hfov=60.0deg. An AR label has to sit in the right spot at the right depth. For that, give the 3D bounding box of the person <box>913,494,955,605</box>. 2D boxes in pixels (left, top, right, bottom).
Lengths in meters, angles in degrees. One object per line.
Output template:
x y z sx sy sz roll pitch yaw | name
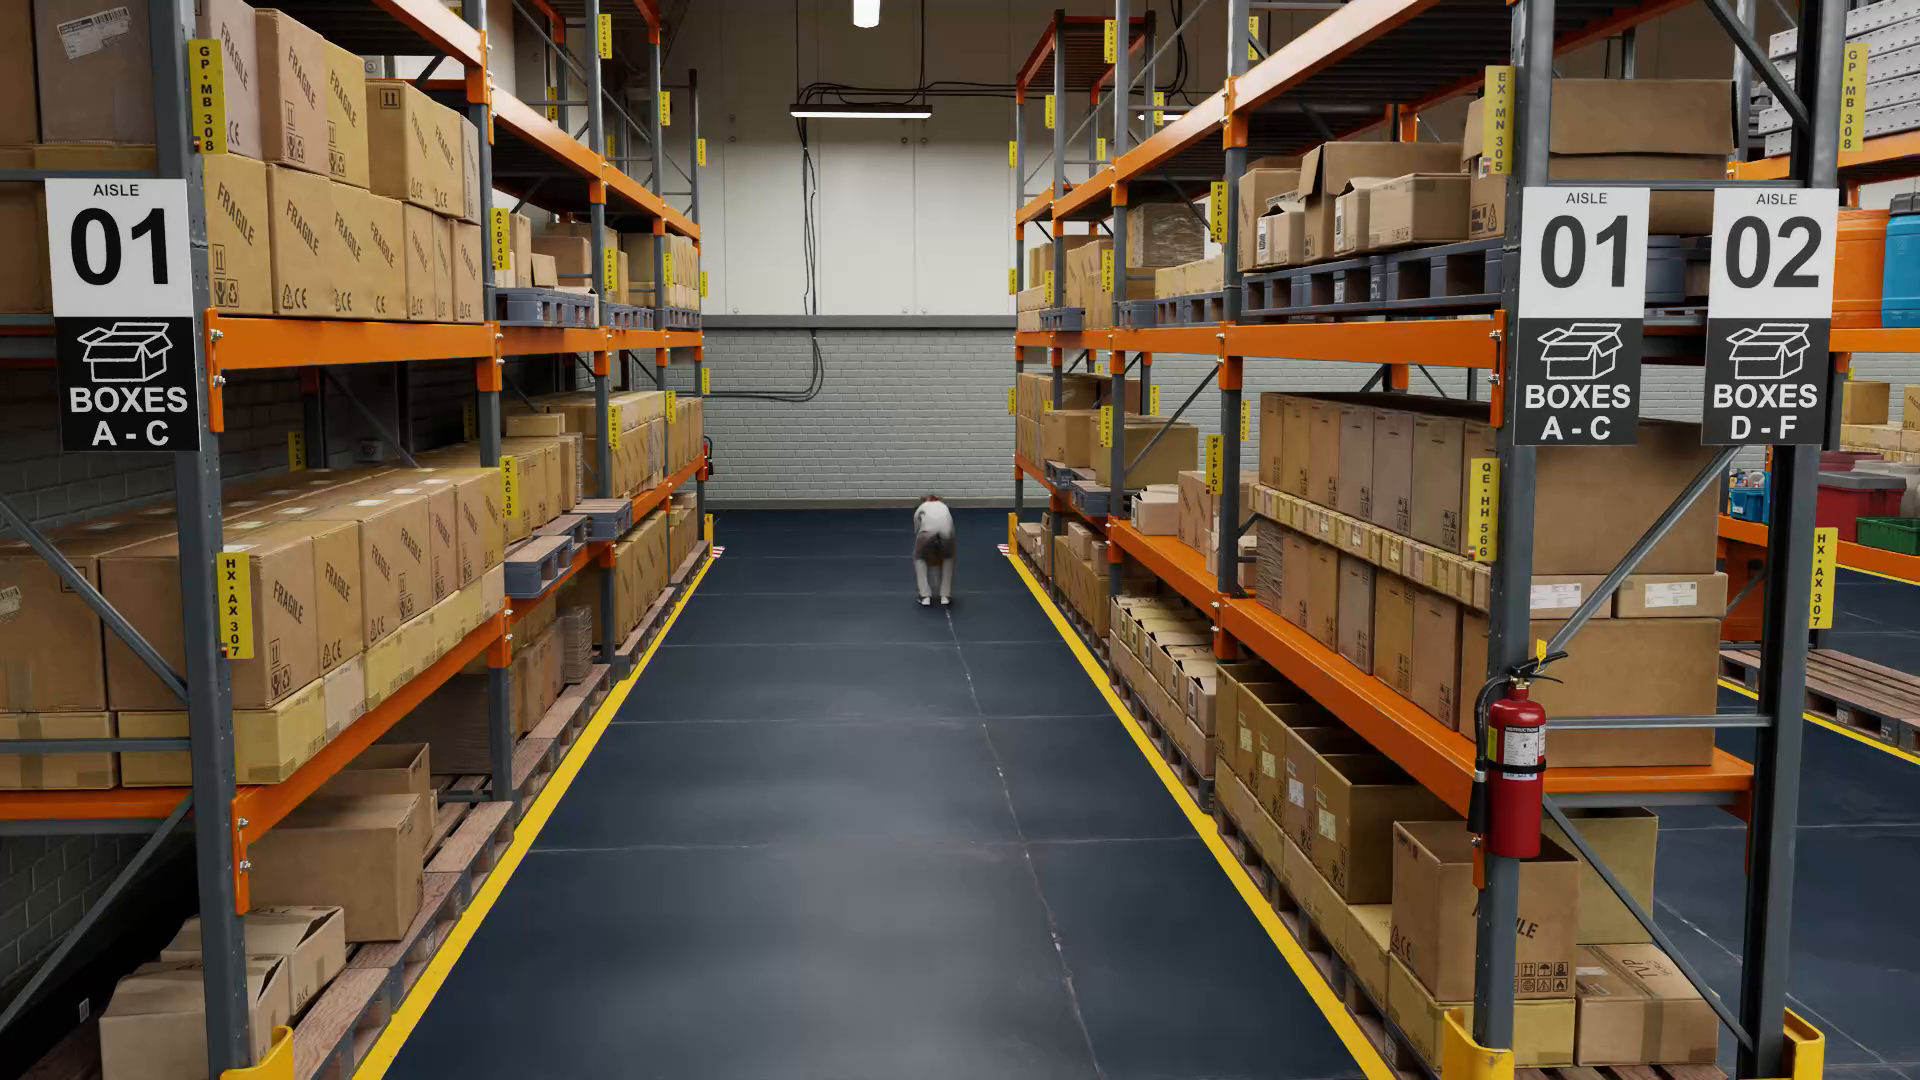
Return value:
-0.275 0.096 17.369 0.447 1.096 0.858 -1 7 -6 | person
